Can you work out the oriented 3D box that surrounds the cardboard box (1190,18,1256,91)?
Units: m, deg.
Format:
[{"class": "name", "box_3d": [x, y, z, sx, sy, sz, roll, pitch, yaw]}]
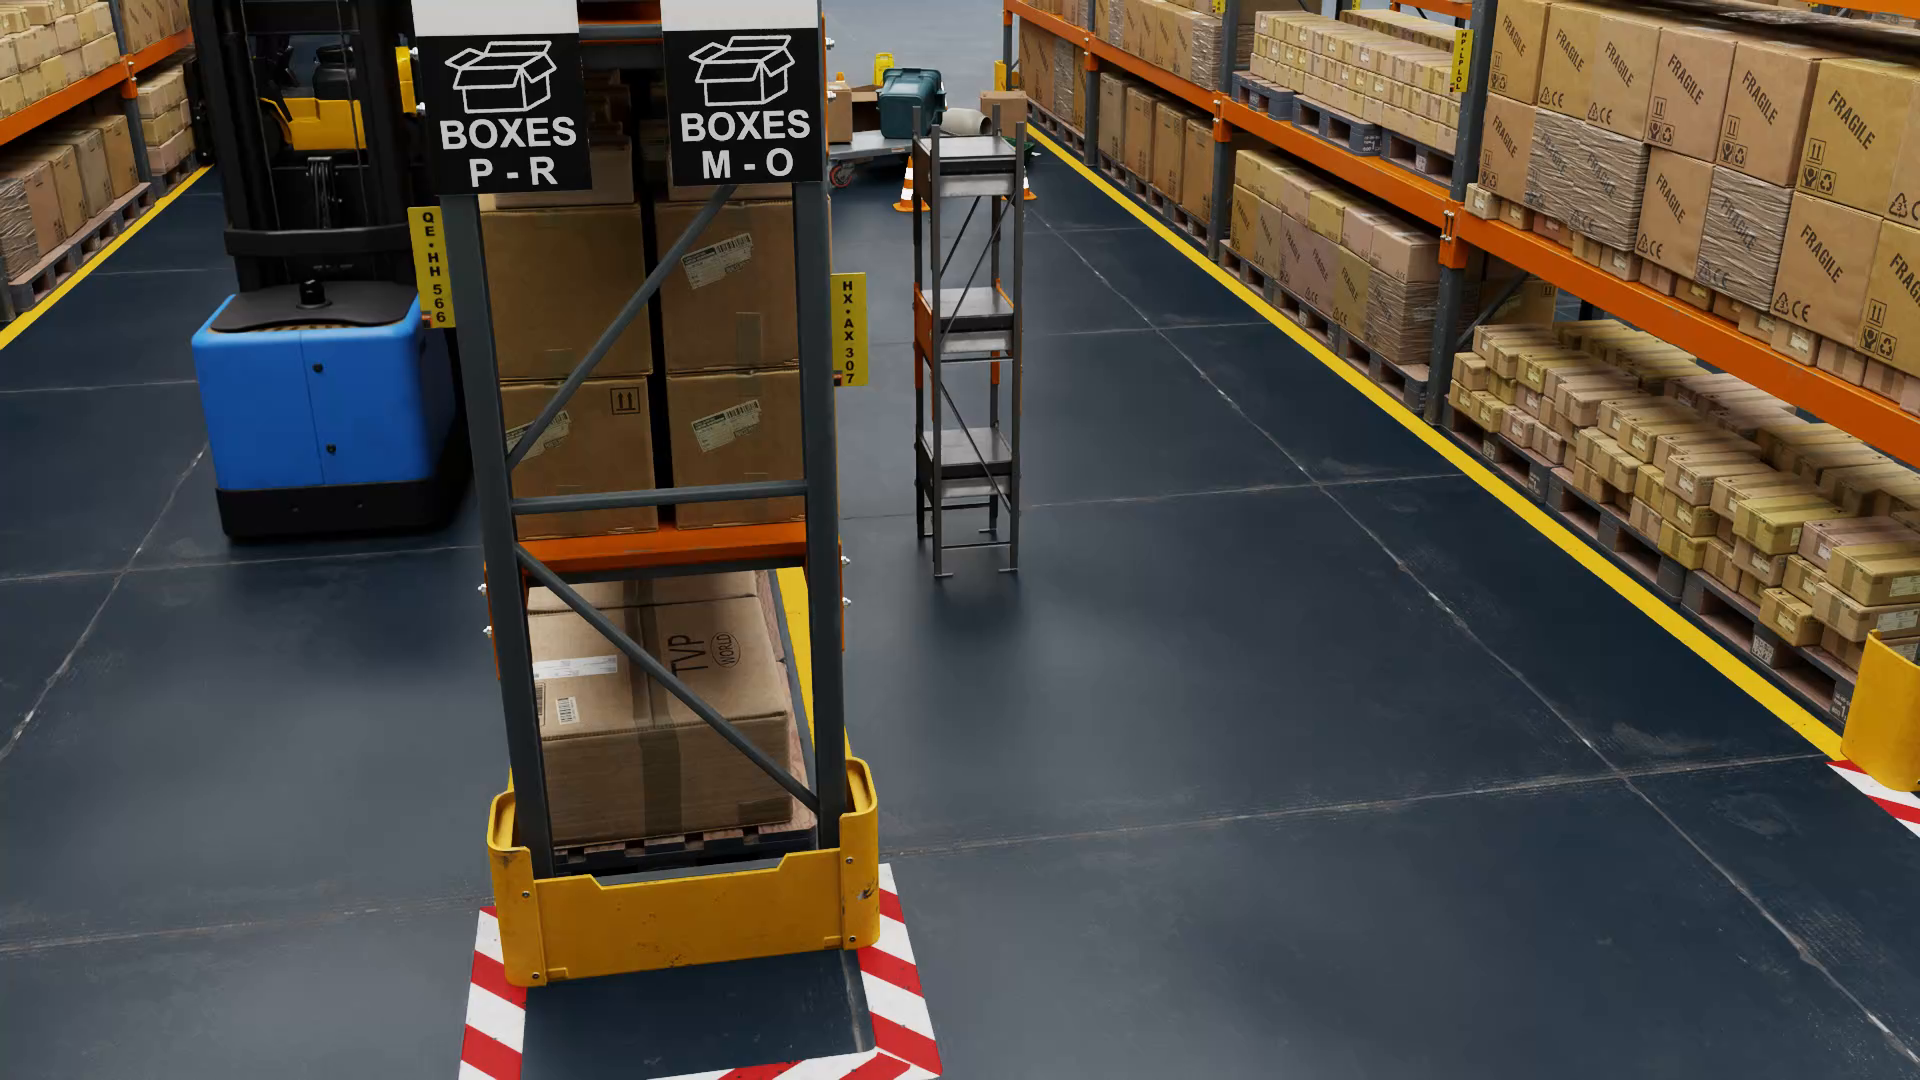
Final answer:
[{"class": "cardboard box", "box_3d": [2.163, -3.872, 13.244, 0.500, 0.500, 0.500, -4, 24, -10]}]

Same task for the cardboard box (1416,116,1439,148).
[{"class": "cardboard box", "box_3d": [2.933, -2.417, 9.825, 0.380, 0.149, 0.250, -4, 24, -9]}]

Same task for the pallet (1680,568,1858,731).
[{"class": "pallet", "box_3d": [3.860, 0.403, 7.063, 1.003, 0.211, 1.213, -4, 24, -10]}]

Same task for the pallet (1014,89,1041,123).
[{"class": "pallet", "box_3d": [1.255, -5.229, 19.960, 1.003, 0.211, 1.213, -4, 24, -10]}]

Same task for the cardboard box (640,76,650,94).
[{"class": "cardboard box", "box_3d": [-1.049, -1.629, 6.858, 0.500, 0.500, 0.500, -4, 24, -9]}]

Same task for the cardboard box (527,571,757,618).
[{"class": "cardboard box", "box_3d": [-1.254, 0.254, 6.598, 0.875, 0.438, 0.875, -4, 24, -8]}]

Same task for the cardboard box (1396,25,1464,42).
[{"class": "cardboard box", "box_3d": [3.236, -3.458, 11.467, 0.380, 0.149, 0.250, -4, 24, -10]}]

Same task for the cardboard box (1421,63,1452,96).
[{"class": "cardboard box", "box_3d": [2.933, -2.695, 9.719, 0.380, 0.149, 0.250, -5, 24, -11]}]

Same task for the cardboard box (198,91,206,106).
[{"class": "cardboard box", "box_3d": [-8.008, -4.438, 16.949, 0.500, 0.250, 0.500, -4, 24, -10]}]

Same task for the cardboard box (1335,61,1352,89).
[{"class": "cardboard box", "box_3d": [2.695, -3.066, 10.939, 0.380, 0.149, 0.250, -3, 24, -8]}]

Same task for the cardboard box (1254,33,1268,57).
[{"class": "cardboard box", "box_3d": [2.402, -3.678, 12.341, 0.380, 0.149, 0.250, -3, 24, -7]}]

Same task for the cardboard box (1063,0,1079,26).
[{"class": "cardboard box", "box_3d": [1.566, -5.670, 17.298, 0.875, 0.550, 0.550, -4, 24, -10]}]

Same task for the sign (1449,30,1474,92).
[{"class": "sign", "box_3d": [2.705, -2.584, 8.972, 0.100, 0.325, 0.005, -4, 24, -10]}]

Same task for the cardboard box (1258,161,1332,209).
[{"class": "cardboard box", "box_3d": [2.493, -2.571, 12.051, 0.500, 0.250, 0.500, -5, 24, -10]}]

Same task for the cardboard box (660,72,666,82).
[{"class": "cardboard box", "box_3d": [-0.876, -1.589, 5.956, 0.380, 0.149, 0.250, -4, 24, -9]}]

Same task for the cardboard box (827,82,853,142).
[{"class": "cardboard box", "box_3d": [-1.332, -4.182, 16.254, 0.500, 0.500, 0.500, -4, 24, -10]}]

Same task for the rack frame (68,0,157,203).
[{"class": "rack frame", "box_3d": [-7.953, -4.468, 14.732, 1.000, 3.000, 0.127, -4, 24, -10]}]

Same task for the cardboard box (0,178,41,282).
[{"class": "cardboard box", "box_3d": [-7.315, -2.245, 12.085, 0.875, 0.625, 0.625, -4, 24, -8]}]

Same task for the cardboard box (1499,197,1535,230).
[{"class": "cardboard box", "box_3d": [3.101, -1.749, 8.821, 0.380, 0.149, 0.250, -4, 24, -8]}]

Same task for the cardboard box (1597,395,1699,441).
[{"class": "cardboard box", "box_3d": [3.367, -0.587, 8.140, 0.380, 0.149, 0.250, -5, 24, -12]}]

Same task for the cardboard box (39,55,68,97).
[{"class": "cardboard box", "box_3d": [-7.340, -3.623, 12.984, 0.500, 0.250, 0.500, -4, 24, -8]}]

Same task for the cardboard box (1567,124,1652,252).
[{"class": "cardboard box", "box_3d": [3.250, -1.670, 7.829, 0.500, 0.500, 0.500, -5, 24, -11]}]

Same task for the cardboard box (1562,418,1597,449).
[{"class": "cardboard box", "box_3d": [3.292, -0.550, 8.426, 0.380, 0.149, 0.250, -3, 24, -7]}]

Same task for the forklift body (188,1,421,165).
[{"class": "forklift body", "box_3d": [-6.549, -5.041, 17.105, 2.313, 2.155, 1.214, -4, 24, -10]}]

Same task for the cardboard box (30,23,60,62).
[{"class": "cardboard box", "box_3d": [-7.345, -3.851, 12.882, 0.500, 0.250, 0.500, -4, 24, -9]}]

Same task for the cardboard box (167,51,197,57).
[{"class": "cardboard box", "box_3d": [-8.201, -5.073, 17.780, 0.500, 0.250, 0.500, -4, 24, -9]}]

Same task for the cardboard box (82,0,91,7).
[{"class": "cardboard box", "box_3d": [-7.606, -4.593, 14.082, 0.380, 0.149, 0.250, -5, 24, -11]}]

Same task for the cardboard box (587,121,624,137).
[{"class": "cardboard box", "box_3d": [-1.190, -1.142, 4.933, 0.380, 0.149, 0.250, -4, 24, -9]}]

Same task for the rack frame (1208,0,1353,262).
[{"class": "rack frame", "box_3d": [2.510, -3.669, 12.904, 1.000, 3.000, 0.127, -4, 24, -10]}]

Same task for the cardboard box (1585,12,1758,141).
[{"class": "cardboard box", "box_3d": [3.267, -2.137, 7.651, 0.500, 0.500, 0.500, -4, 24, -9]}]

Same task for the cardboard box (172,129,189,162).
[{"class": "cardboard box", "box_3d": [-7.826, -3.813, 16.144, 0.500, 0.250, 0.500, -5, 24, -11]}]

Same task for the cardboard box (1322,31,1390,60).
[{"class": "cardboard box", "box_3d": [2.650, -3.306, 11.118, 0.380, 0.149, 0.250, -4, 24, -8]}]

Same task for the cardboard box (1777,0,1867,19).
[{"class": "cardboard box", "box_3d": [7.264, -4.444, 14.029, 0.500, 0.500, 0.500, -7, 25, -16]}]

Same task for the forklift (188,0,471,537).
[{"class": "forklift", "box_3d": [-3.335, -1.919, 8.981, 1.130, 2.935, 3.031, -4, 24, -9]}]

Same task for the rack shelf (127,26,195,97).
[{"class": "rack shelf", "box_3d": [-8.323, -4.925, 16.677, 1.077, 0.370, 4.000, -4, 24, -10]}]

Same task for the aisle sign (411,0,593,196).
[{"class": "aisle sign", "box_3d": [-1.148, -1.257, 4.131, 0.394, 0.787, 0.004, -4, 24, -10]}]

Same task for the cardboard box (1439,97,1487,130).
[{"class": "cardboard box", "box_3d": [2.982, -2.451, 9.533, 0.380, 0.149, 0.250, -4, 24, -8]}]

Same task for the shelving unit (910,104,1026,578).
[{"class": "shelving unit", "box_3d": [0.031, -0.897, 7.681, 0.431, 2.100, 0.503, -4, 24, -10]}]

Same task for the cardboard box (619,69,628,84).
[{"class": "cardboard box", "box_3d": [-1.508, -1.849, 6.551, 0.380, 0.149, 0.250, -4, 24, -10]}]

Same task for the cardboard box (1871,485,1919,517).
[{"class": "cardboard box", "box_3d": [4.136, -0.121, 7.072, 0.380, 0.149, 0.250, -4, 24, -10]}]

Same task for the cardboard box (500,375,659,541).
[{"class": "cardboard box", "box_3d": [-1.206, -0.332, 5.138, 0.500, 0.500, 0.500, -4, 24, -9]}]

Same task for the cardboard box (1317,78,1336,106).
[{"class": "cardboard box", "box_3d": [2.641, -3.034, 11.239, 0.380, 0.149, 0.250, -4, 24, -9]}]

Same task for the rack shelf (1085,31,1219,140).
[{"class": "rack shelf", "box_3d": [2.140, -4.126, 14.849, 1.077, 0.370, 4.000, -4, 24, -10]}]

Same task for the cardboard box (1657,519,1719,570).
[{"class": "cardboard box", "box_3d": [3.408, 0.004, 7.530, 0.380, 0.149, 0.250, -5, 24, -12]}]

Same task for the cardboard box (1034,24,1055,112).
[{"class": "cardboard box", "box_3d": [1.386, -5.427, 19.058, 0.875, 0.875, 0.875, -5, 24, -11]}]

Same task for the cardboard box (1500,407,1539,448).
[{"class": "cardboard box", "box_3d": [3.147, -0.616, 8.951, 0.380, 0.149, 0.250, -4, 24, -10]}]

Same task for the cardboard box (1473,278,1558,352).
[{"class": "cardboard box", "box_3d": [3.374, -1.453, 10.428, 0.500, 0.500, 0.500, -3, 24, -8]}]

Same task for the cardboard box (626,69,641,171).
[{"class": "cardboard box", "box_3d": [-1.659, -1.789, 7.225, 0.500, 0.500, 0.500, -5, 24, -10]}]

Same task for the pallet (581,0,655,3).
[{"class": "pallet", "box_3d": [-1.004, -1.741, 4.853, 1.003, 0.211, 1.213, -4, 24, -10]}]

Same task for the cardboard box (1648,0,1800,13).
[{"class": "cardboard box", "box_3d": [3.703, -2.368, 8.179, 0.500, 0.500, 0.500, -5, 24, -11]}]

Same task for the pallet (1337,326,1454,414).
[{"class": "pallet", "box_3d": [3.104, -1.124, 10.560, 1.003, 0.211, 1.213, -4, 24, -10]}]

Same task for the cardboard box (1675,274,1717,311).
[{"class": "cardboard box", "box_3d": [3.434, -1.131, 7.406, 0.380, 0.149, 0.250, -4, 24, -9]}]

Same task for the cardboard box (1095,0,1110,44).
[{"class": "cardboard box", "box_3d": [1.603, -5.062, 15.967, 0.500, 0.500, 0.500, -4, 24, -9]}]

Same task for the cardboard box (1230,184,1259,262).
[{"class": "cardboard box", "box_3d": [2.390, -2.419, 12.640, 0.500, 0.500, 0.500, -5, 24, -12]}]

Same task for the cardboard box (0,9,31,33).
[{"class": "cardboard box", "box_3d": [-7.232, -3.891, 12.477, 0.380, 0.149, 0.250, -4, 24, -9]}]

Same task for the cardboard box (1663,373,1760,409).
[{"class": "cardboard box", "box_3d": [3.823, -0.731, 8.471, 0.380, 0.149, 0.250, -5, 24, -12]}]

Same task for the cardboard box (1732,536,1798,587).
[{"class": "cardboard box", "box_3d": [3.513, 0.064, 7.020, 0.380, 0.149, 0.250, -5, 24, -12]}]

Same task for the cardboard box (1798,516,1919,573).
[{"class": "cardboard box", "box_3d": [3.652, 0.026, 6.736, 0.380, 0.149, 0.250, -4, 24, -9]}]

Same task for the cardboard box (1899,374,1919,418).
[{"class": "cardboard box", "box_3d": [3.651, -0.515, 5.995, 0.380, 0.149, 0.250, -4, 24, -10]}]
